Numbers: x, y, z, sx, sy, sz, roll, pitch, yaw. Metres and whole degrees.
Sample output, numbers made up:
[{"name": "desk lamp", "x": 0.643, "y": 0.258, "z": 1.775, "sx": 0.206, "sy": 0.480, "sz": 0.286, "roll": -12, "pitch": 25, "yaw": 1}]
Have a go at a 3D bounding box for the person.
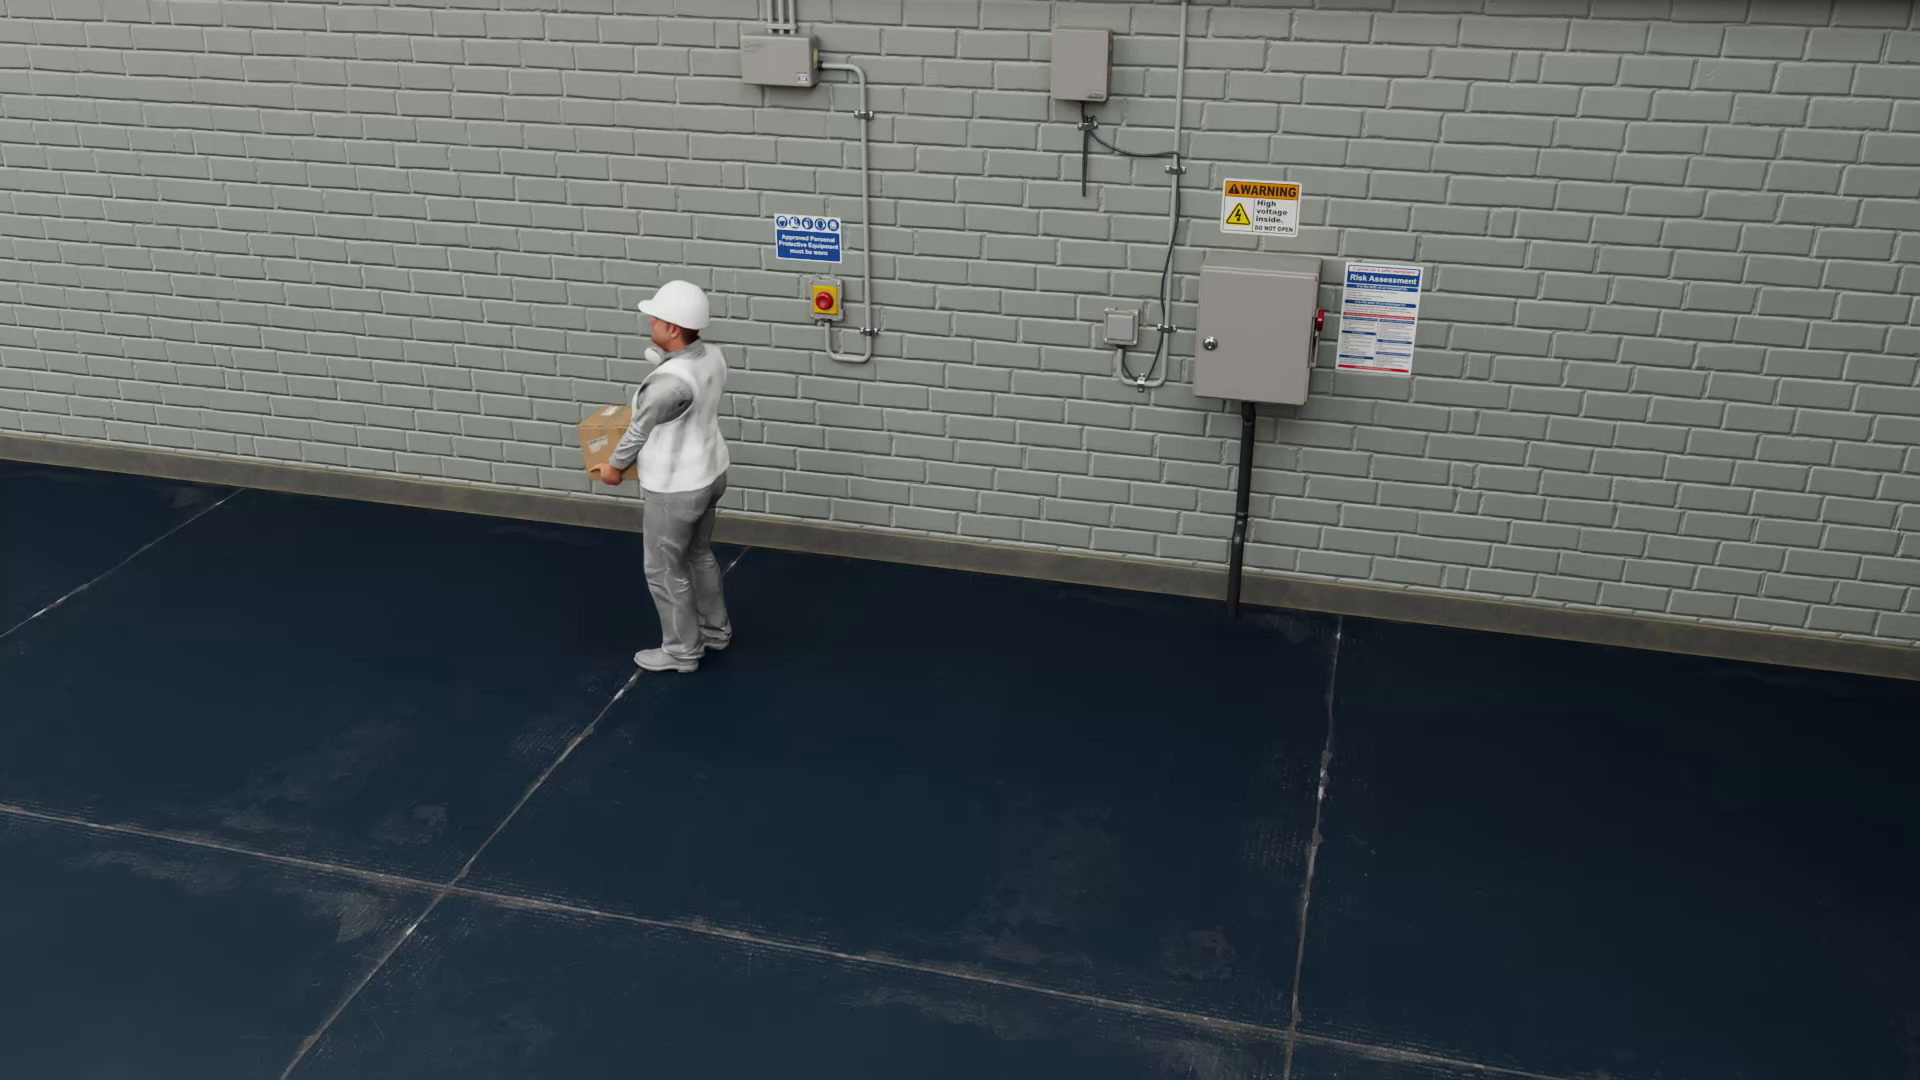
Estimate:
[{"name": "person", "x": -1.288, "y": -0.268, "z": 7.159, "sx": 0.556, "sy": 1.764, "sz": 0.494, "roll": 7, "pitch": 26, "yaw": 14}]
